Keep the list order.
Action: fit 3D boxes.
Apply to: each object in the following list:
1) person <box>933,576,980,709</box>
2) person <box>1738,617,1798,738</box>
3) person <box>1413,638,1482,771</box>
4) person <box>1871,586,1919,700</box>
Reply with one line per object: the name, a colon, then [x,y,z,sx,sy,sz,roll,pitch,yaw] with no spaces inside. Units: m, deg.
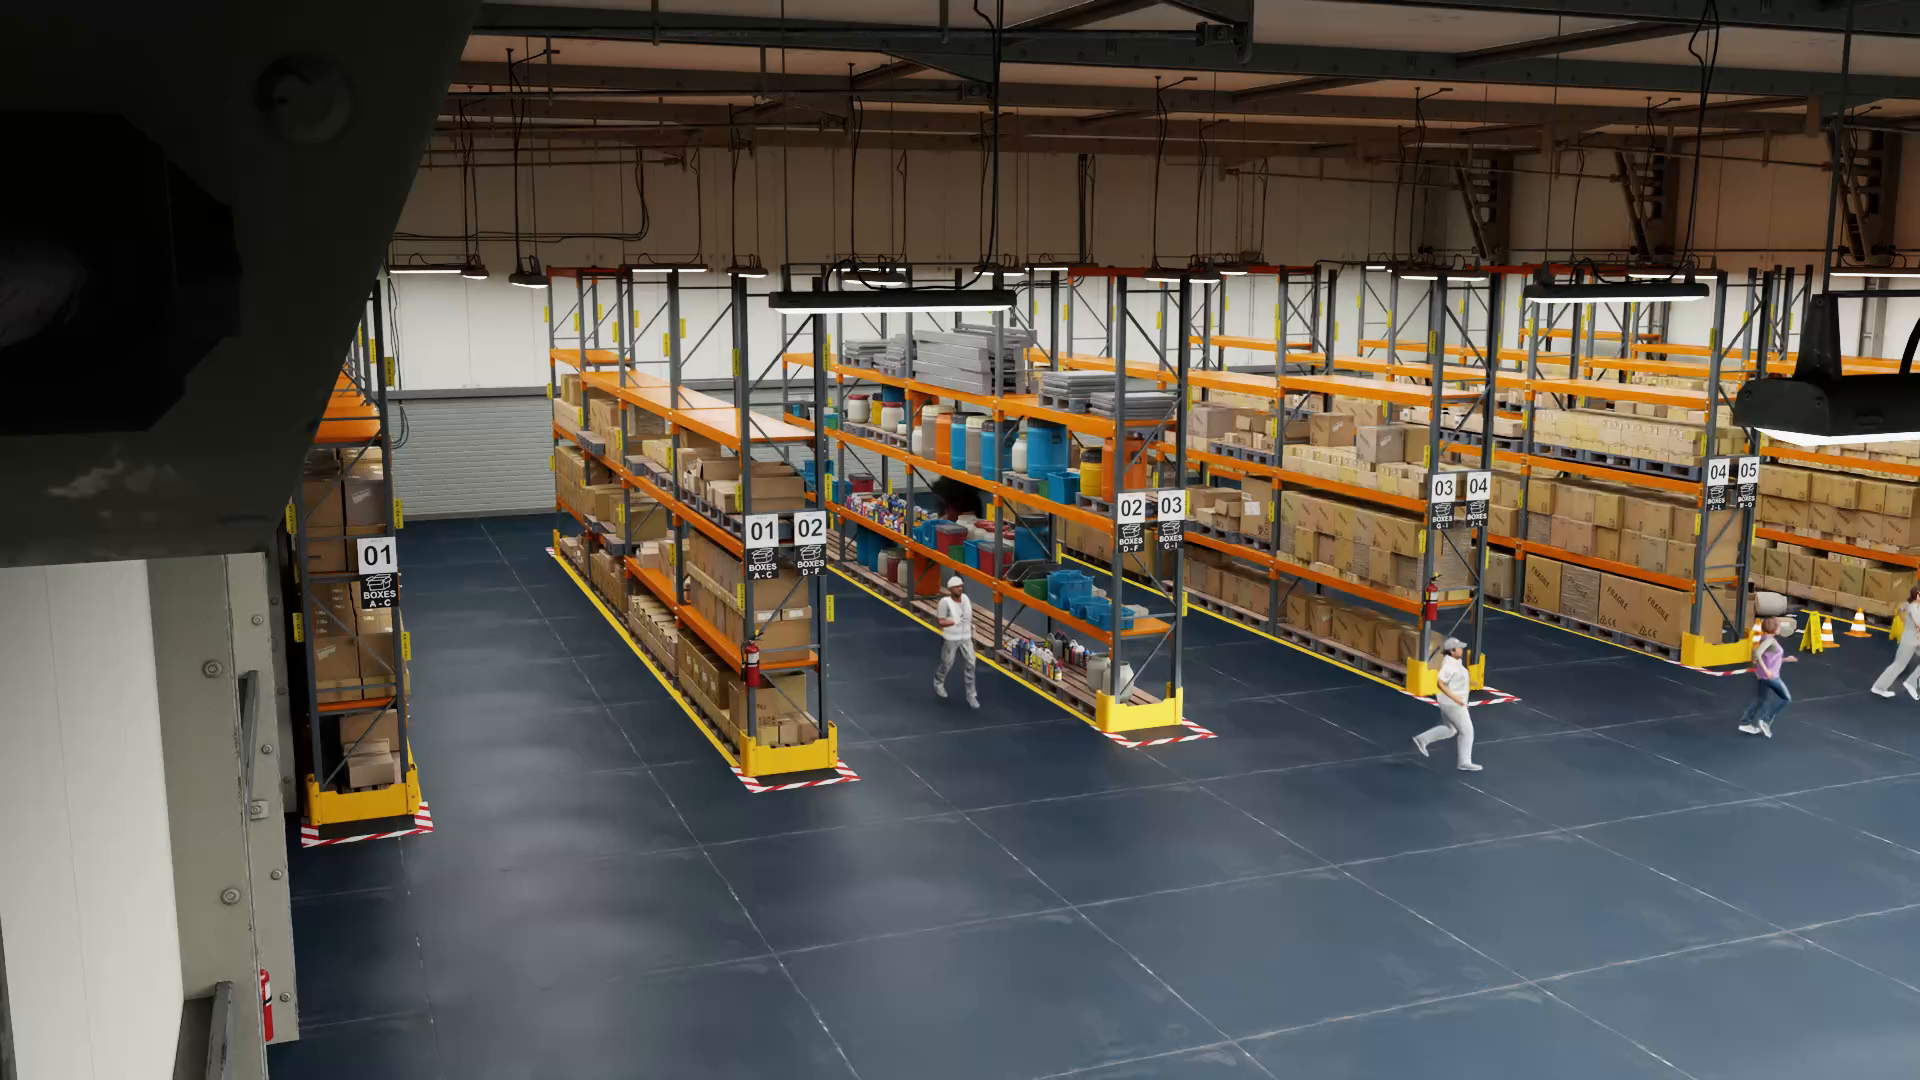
person: [-0.049,1.405,23.330,0.672,1.814,0.903,-6,12,-32]
person: [10.579,1.797,21.727,0.654,1.587,0.508,2,10,12]
person: [6.040,2.005,20.428,0.802,1.636,0.621,2,10,14]
person: [13.440,1.448,23.518,0.849,1.655,0.578,6,11,30]
